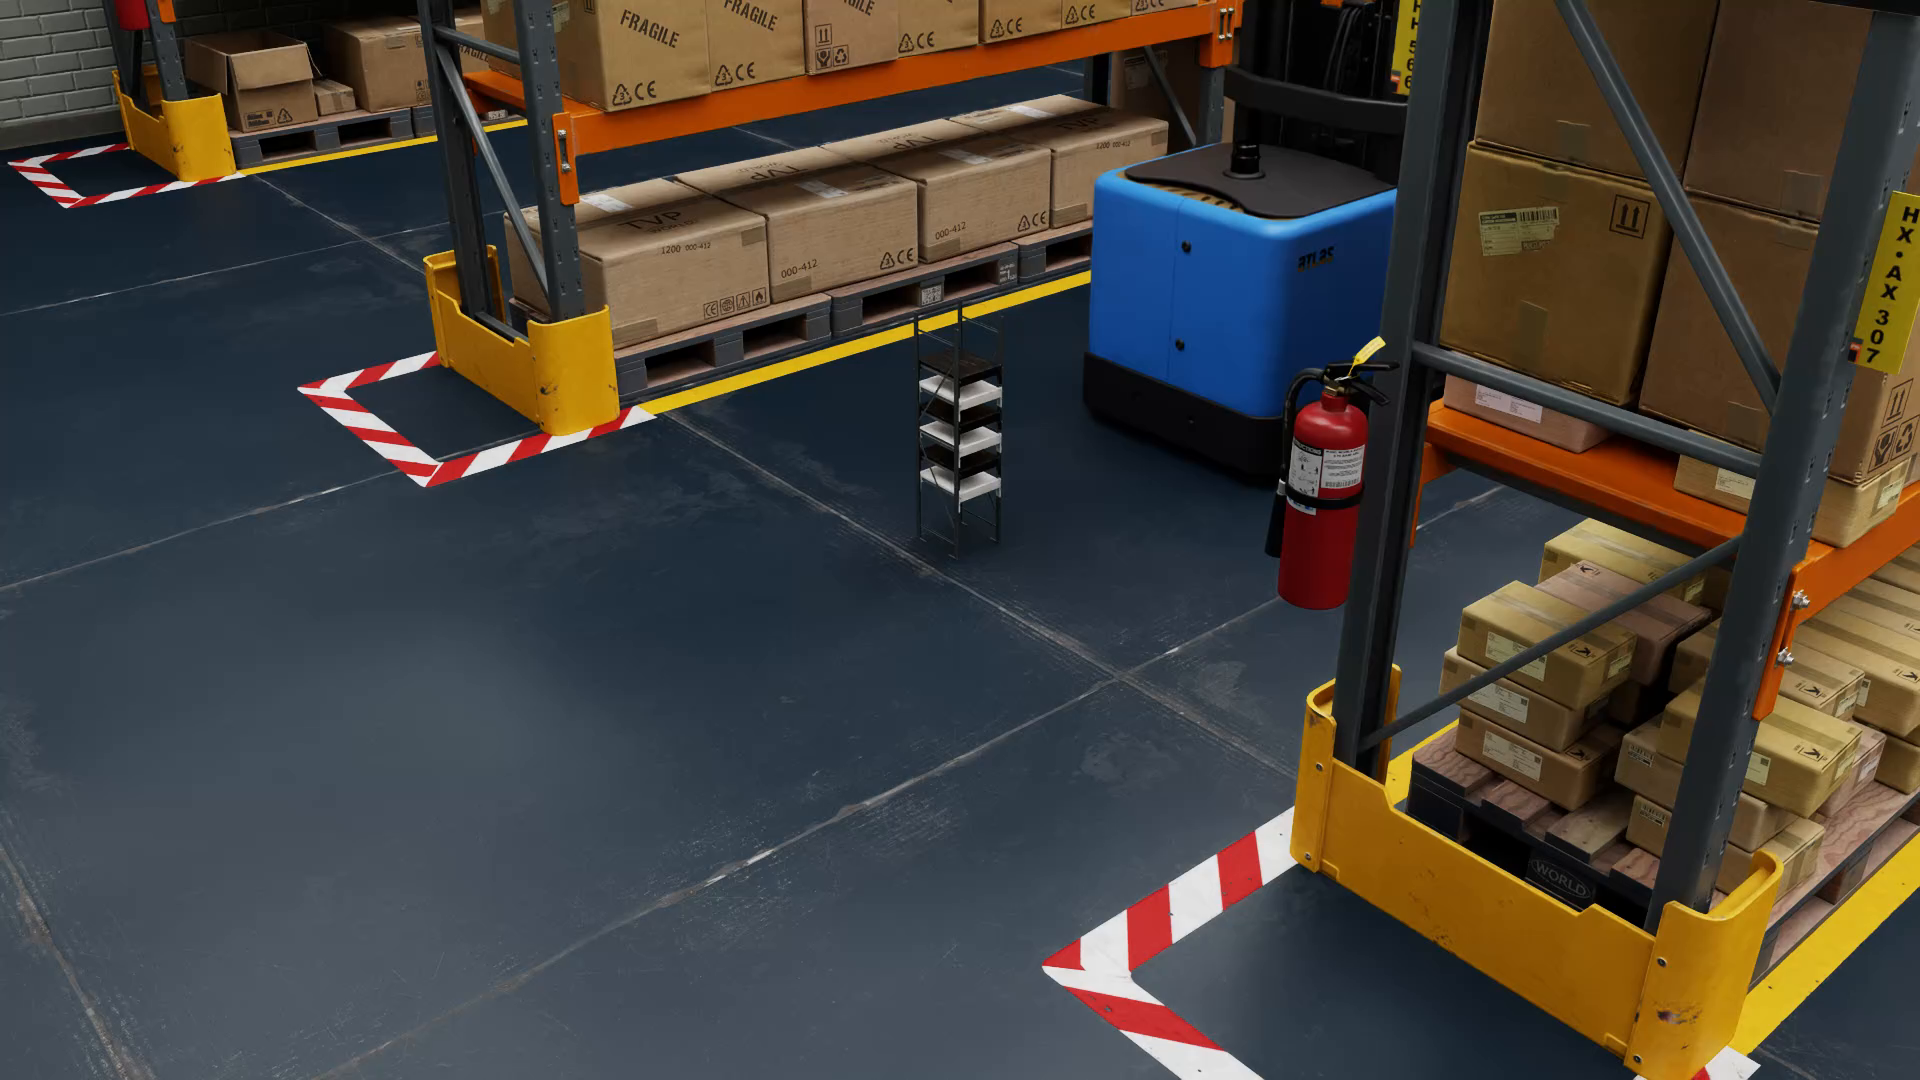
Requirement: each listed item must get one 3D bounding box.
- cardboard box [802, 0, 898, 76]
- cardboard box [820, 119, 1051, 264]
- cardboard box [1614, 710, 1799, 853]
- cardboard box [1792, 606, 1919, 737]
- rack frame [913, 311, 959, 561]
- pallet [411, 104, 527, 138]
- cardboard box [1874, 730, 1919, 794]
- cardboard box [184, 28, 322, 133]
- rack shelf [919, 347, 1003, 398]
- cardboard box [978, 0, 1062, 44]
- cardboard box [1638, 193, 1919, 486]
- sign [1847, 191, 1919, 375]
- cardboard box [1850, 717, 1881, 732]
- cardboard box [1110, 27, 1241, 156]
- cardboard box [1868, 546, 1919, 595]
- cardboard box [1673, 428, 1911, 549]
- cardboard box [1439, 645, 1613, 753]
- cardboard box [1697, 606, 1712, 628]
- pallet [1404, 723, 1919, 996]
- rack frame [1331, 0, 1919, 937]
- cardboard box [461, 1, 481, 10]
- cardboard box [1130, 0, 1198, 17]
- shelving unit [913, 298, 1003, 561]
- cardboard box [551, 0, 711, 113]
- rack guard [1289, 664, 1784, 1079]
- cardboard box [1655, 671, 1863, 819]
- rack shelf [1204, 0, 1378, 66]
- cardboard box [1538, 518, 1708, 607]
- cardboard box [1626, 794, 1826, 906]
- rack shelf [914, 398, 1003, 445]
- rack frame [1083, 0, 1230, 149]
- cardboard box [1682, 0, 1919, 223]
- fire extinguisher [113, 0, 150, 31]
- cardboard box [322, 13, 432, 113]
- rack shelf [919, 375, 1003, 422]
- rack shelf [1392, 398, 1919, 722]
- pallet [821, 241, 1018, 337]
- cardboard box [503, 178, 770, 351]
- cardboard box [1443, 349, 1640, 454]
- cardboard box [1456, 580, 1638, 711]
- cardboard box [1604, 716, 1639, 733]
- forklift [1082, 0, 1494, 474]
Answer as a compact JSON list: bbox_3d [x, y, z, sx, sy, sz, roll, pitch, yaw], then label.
[{"bbox_3d":[-0.631,-2.423,7.495,0.500,0.500,0.500,-22,35,-35],"label":"cardboard box"},{"bbox_3d":[-0.133,-1.872,8.844,0.875,0.438,0.875,-23,36,-36],"label":"cardboard box"},{"bbox_3d":[1.907,0.596,4.217,0.250,0.149,0.380,-20,34,-33],"label":"cardboard box"},{"bbox_3d":[2.368,0.336,4.387,0.250,0.149,0.380,-22,35,-35],"label":"cardboard box"},{"bbox_3d":[-0.084,-0.363,5.975,0.006,0.900,0.240,-22,35,-35],"label":"rack frame"},{"bbox_3d":[-3.581,-3.208,12.030,1.213,0.211,1.003,-22,35,-35],"label":"pallet"},{"bbox_3d":[2.544,0.523,4.668,0.250,0.149,0.380,-21,35,-34],"label":"cardboard box"},{"bbox_3d":[-4.645,-3.037,10.954,0.637,0.503,0.797,-24,36,-37],"label":"cardboard box"},{"bbox_3d":[-0.006,-0.603,5.922,0.200,0.077,0.258,-22,35,-35],"label":"rack shelf"},{"bbox_3d":[0.148,-2.737,8.083,0.500,0.500,0.500,-23,35,-36],"label":"cardboard box"},{"bbox_3d":[1.863,-0.491,3.564,0.500,0.500,0.500,-20,34,-33],"label":"cardboard box"},{"bbox_3d":[1.694,-0.464,3.018,0.005,0.325,0.100,-22,35,-35],"label":"sign"},{"bbox_3d":[2.281,0.425,4.535,0.250,0.149,0.380,-21,35,-34],"label":"cardboard box"},{"bbox_3d":[1.515,-2.711,9.949,0.875,0.875,0.875,-21,34,-33],"label":"cardboard box"},{"bbox_3d":[2.720,0.149,4.737,0.250,0.149,0.380,-20,34,-33],"label":"cardboard box"},{"bbox_3d":[1.801,-0.148,3.611,0.250,0.149,0.380,-22,35,-35],"label":"cardboard box"},{"bbox_3d":[1.558,0.400,4.582,0.250,0.149,0.380,-23,36,-36],"label":"cardboard box"},{"bbox_3d":[1.953,0.240,4.881,0.250,0.149,0.380,-24,36,-37],"label":"cardboard box"},{"bbox_3d":[2.041,0.694,4.728,1.213,0.211,1.003,-22,35,-35],"label":"pallet"},{"bbox_3d":[1.342,-0.277,3.586,0.127,3.000,1.000,-22,35,-35],"label":"rack frame"},{"bbox_3d":[-3.180,-3.601,12.012,0.500,0.500,0.700,-23,36,-37],"label":"cardboard box"},{"bbox_3d":[0.908,-3.055,8.679,0.500,0.500,0.500,-22,35,-34],"label":"cardboard box"},{"bbox_3d":[-0.006,-0.394,6.033,0.210,0.900,0.258,-22,35,-35],"label":"shelving unit"},{"bbox_3d":[-1.396,-2.109,6.908,0.500,0.500,0.500,-22,35,-35],"label":"cardboard box"},{"bbox_3d":[1.400,0.802,4.219,0.348,0.500,1.175,-22,35,-35],"label":"rack guard"},{"bbox_3d":[1.961,0.494,4.091,0.250,0.149,0.380,-24,36,-37],"label":"cardboard box"},{"bbox_3d":[2.617,-3.539,10.454,4.000,0.370,1.077,-22,35,-35],"label":"rack shelf"},{"bbox_3d":[1.923,0.099,4.831,0.250,0.149,0.380,-23,36,-36],"label":"cardboard box"},{"bbox_3d":[1.948,0.750,4.244,0.250,0.149,0.380,-21,35,-34],"label":"cardboard box"},{"bbox_3d":[-0.006,-0.444,6.007,0.200,0.077,0.258,-22,35,-35],"label":"rack shelf"},{"bbox_3d":[1.095,-3.245,9.139,0.127,3.000,1.000,-22,35,-35],"label":"rack frame"},{"bbox_3d":[1.856,-0.936,3.336,0.500,0.500,0.500,-22,35,-35],"label":"cardboard box"},{"bbox_3d":[-4.984,-3.390,9.889,0.183,0.674,0.296,-22,35,-35],"label":"fire extinguisher"},{"bbox_3d":[-3.970,-3.283,11.418,0.500,0.500,0.700,-20,34,-33],"label":"cardboard box"},{"bbox_3d":[-0.006,-0.524,5.964,0.200,0.077,0.258,-22,35,-35],"label":"rack shelf"},{"bbox_3d":[2.864,-0.572,4.900,4.000,0.370,1.077,-22,35,-35],"label":"rack shelf"},{"bbox_3d":[-0.462,-1.435,8.711,1.213,0.211,1.003,-22,35,-35],"label":"pallet"},{"bbox_3d":[-1.510,-1.314,7.799,0.875,0.438,0.875,-23,36,-37],"label":"cardboard box"},{"bbox_3d":[1.407,-0.367,4.021,0.250,0.149,0.380,-22,35,-35],"label":"cardboard box"},{"bbox_3d":[1.580,0.280,4.492,0.250,0.149,0.380,-21,35,-34],"label":"cardboard box"},{"bbox_3d":[1.737,0.444,4.815,0.250,0.149,0.380,-21,34,-33],"label":"cardboard box"},{"bbox_3d":[1.971,-2.126,7.118,3.031,2.935,1.130,-23,35,-36],"label":"forklift"}]
